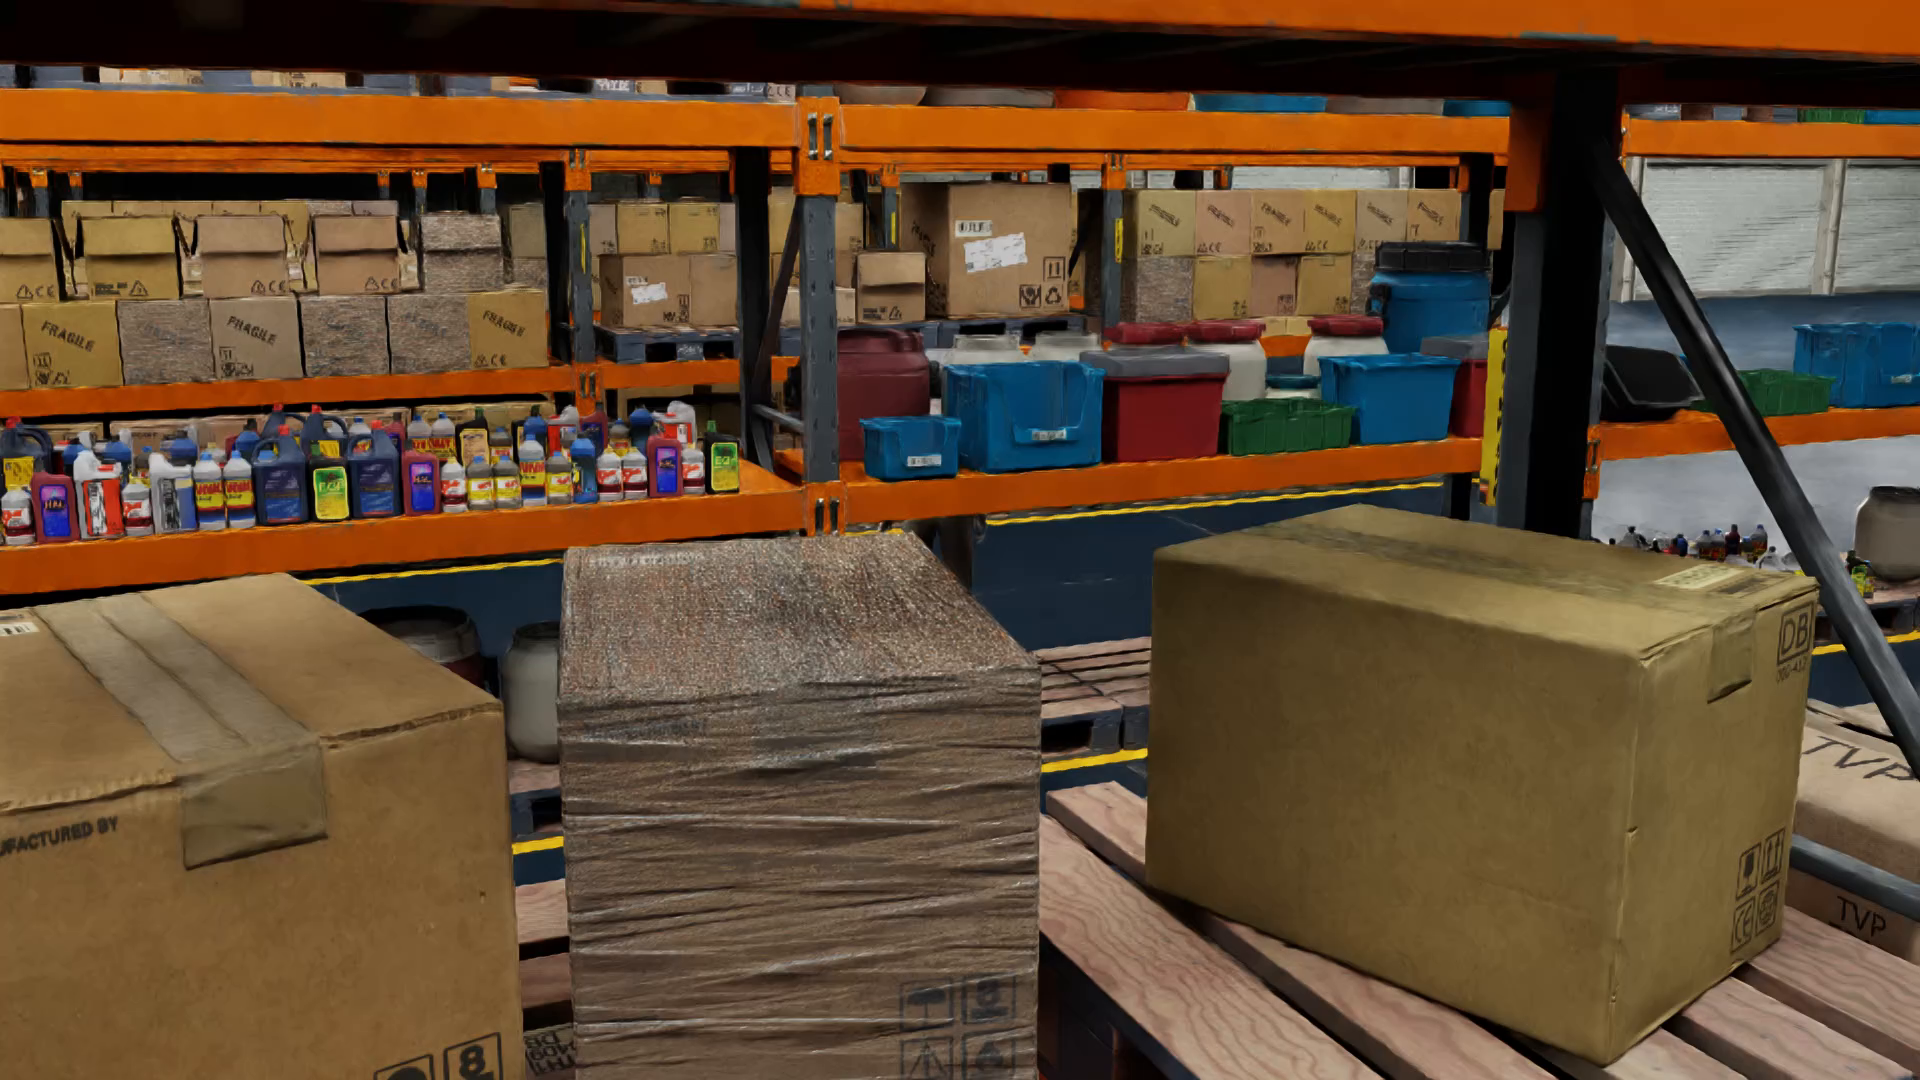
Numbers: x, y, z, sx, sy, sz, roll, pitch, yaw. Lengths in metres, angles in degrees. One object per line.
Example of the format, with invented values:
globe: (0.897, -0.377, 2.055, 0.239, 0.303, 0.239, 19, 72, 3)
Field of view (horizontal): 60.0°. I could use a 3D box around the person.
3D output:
person: (-0.107, -0.109, 8.320, 0.611, 1.688, 0.364, 1, 12, 5)
